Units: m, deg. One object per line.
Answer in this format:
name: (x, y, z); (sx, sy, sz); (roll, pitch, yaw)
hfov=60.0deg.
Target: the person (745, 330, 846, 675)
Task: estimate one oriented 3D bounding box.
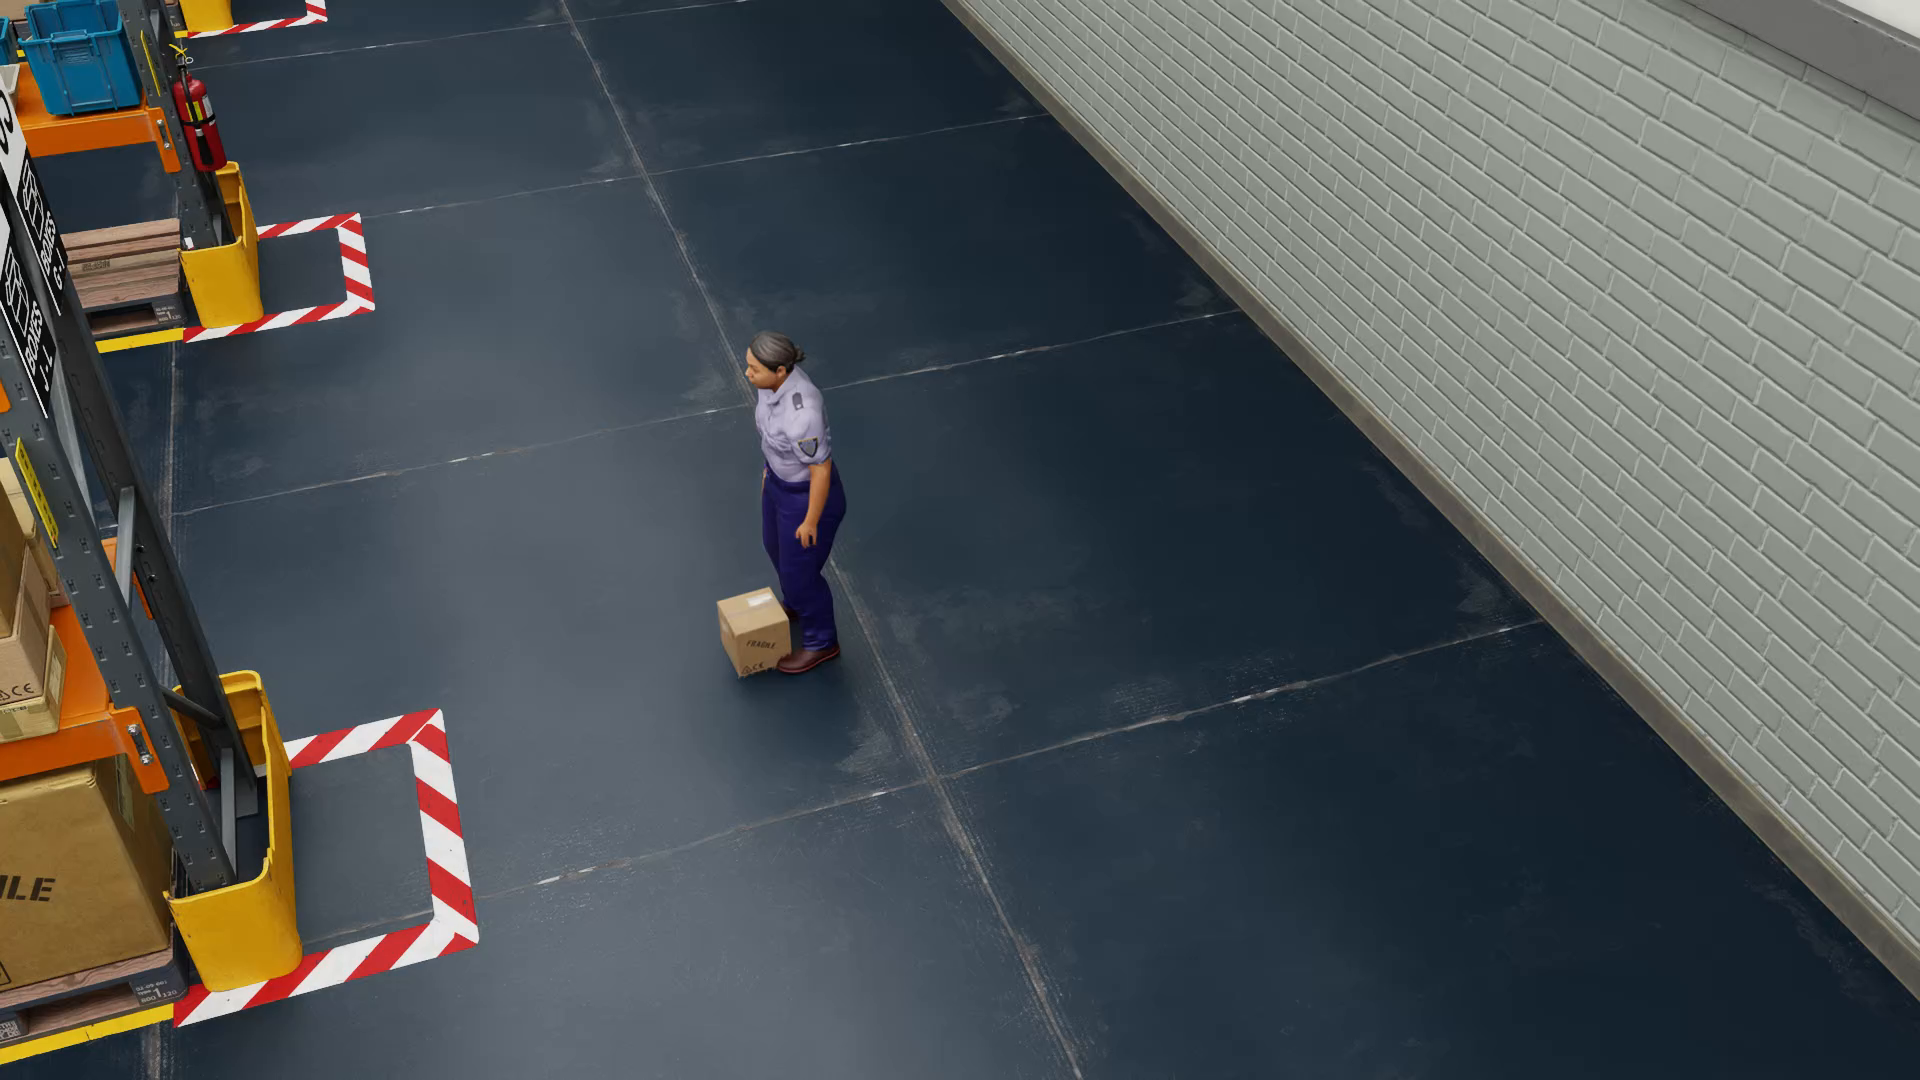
person: (-0.711, -0.191, 7.036); (0.338, 1.650, 0.546); (-14, 40, -18)
